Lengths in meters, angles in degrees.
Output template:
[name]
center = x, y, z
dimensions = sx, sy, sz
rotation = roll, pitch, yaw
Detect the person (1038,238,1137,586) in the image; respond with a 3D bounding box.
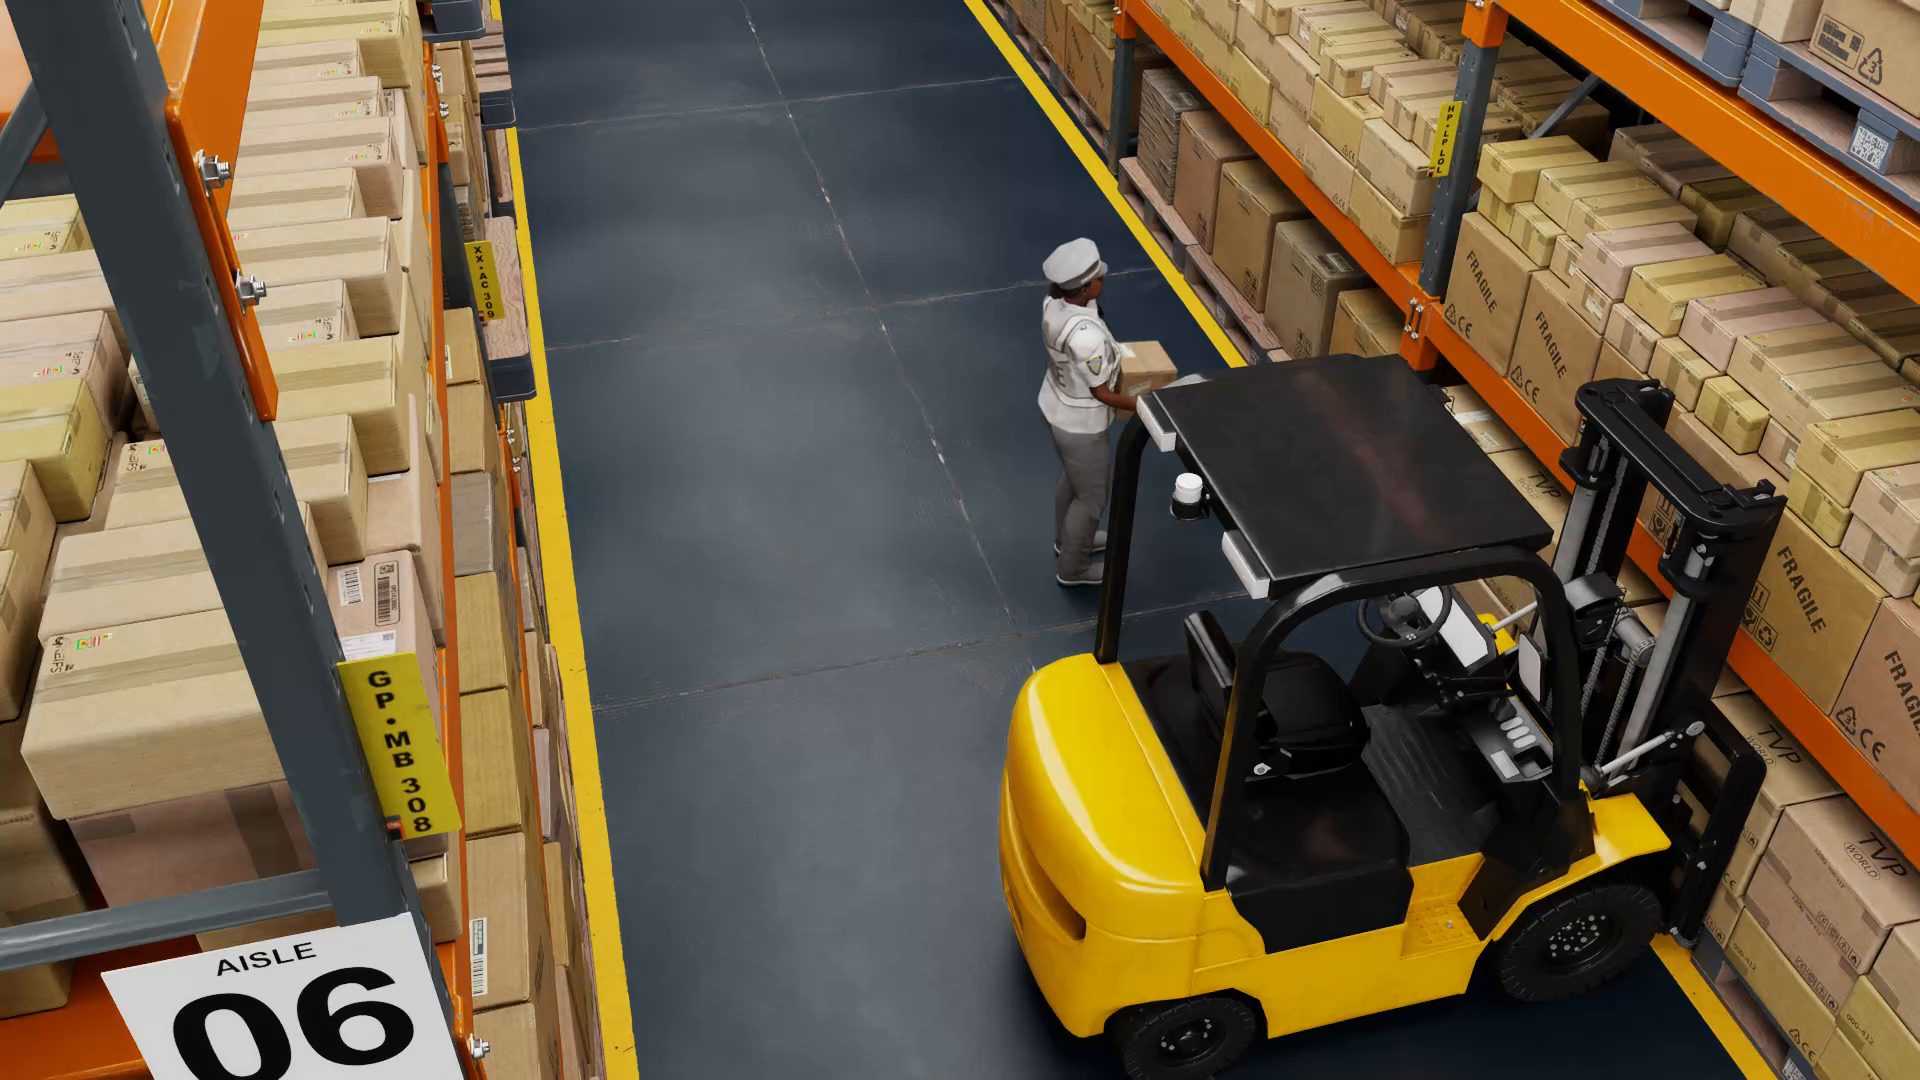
[person]
center = 0.606, -0.568, 7.403
dimensions = 0.515, 1.692, 0.460
rotation = -10, 39, -12
